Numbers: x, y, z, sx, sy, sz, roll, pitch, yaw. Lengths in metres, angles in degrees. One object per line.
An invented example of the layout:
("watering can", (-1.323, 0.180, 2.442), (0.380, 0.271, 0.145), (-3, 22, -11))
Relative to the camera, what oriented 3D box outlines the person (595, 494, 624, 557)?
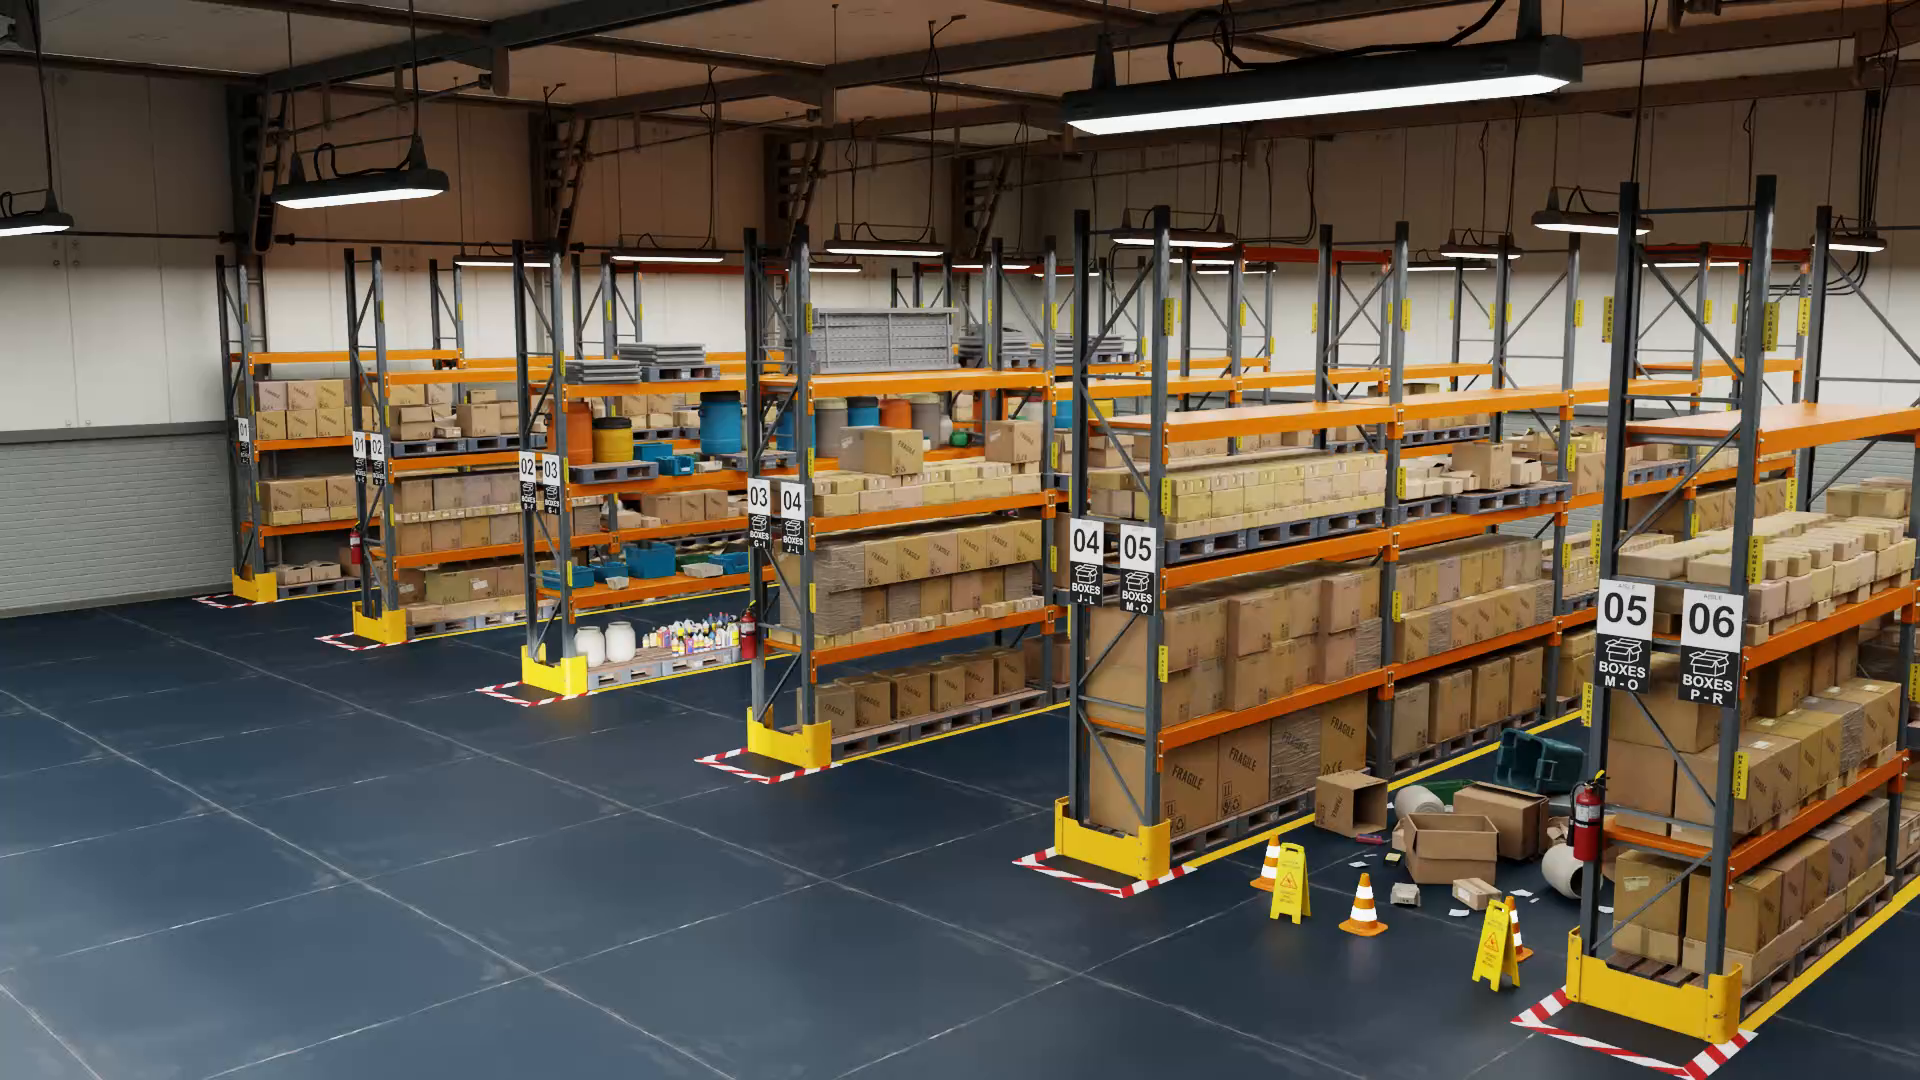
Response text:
("person", (-6.504, -0.123, 31.099), (0.670, 1.846, 0.804), (7, 11, 40))
